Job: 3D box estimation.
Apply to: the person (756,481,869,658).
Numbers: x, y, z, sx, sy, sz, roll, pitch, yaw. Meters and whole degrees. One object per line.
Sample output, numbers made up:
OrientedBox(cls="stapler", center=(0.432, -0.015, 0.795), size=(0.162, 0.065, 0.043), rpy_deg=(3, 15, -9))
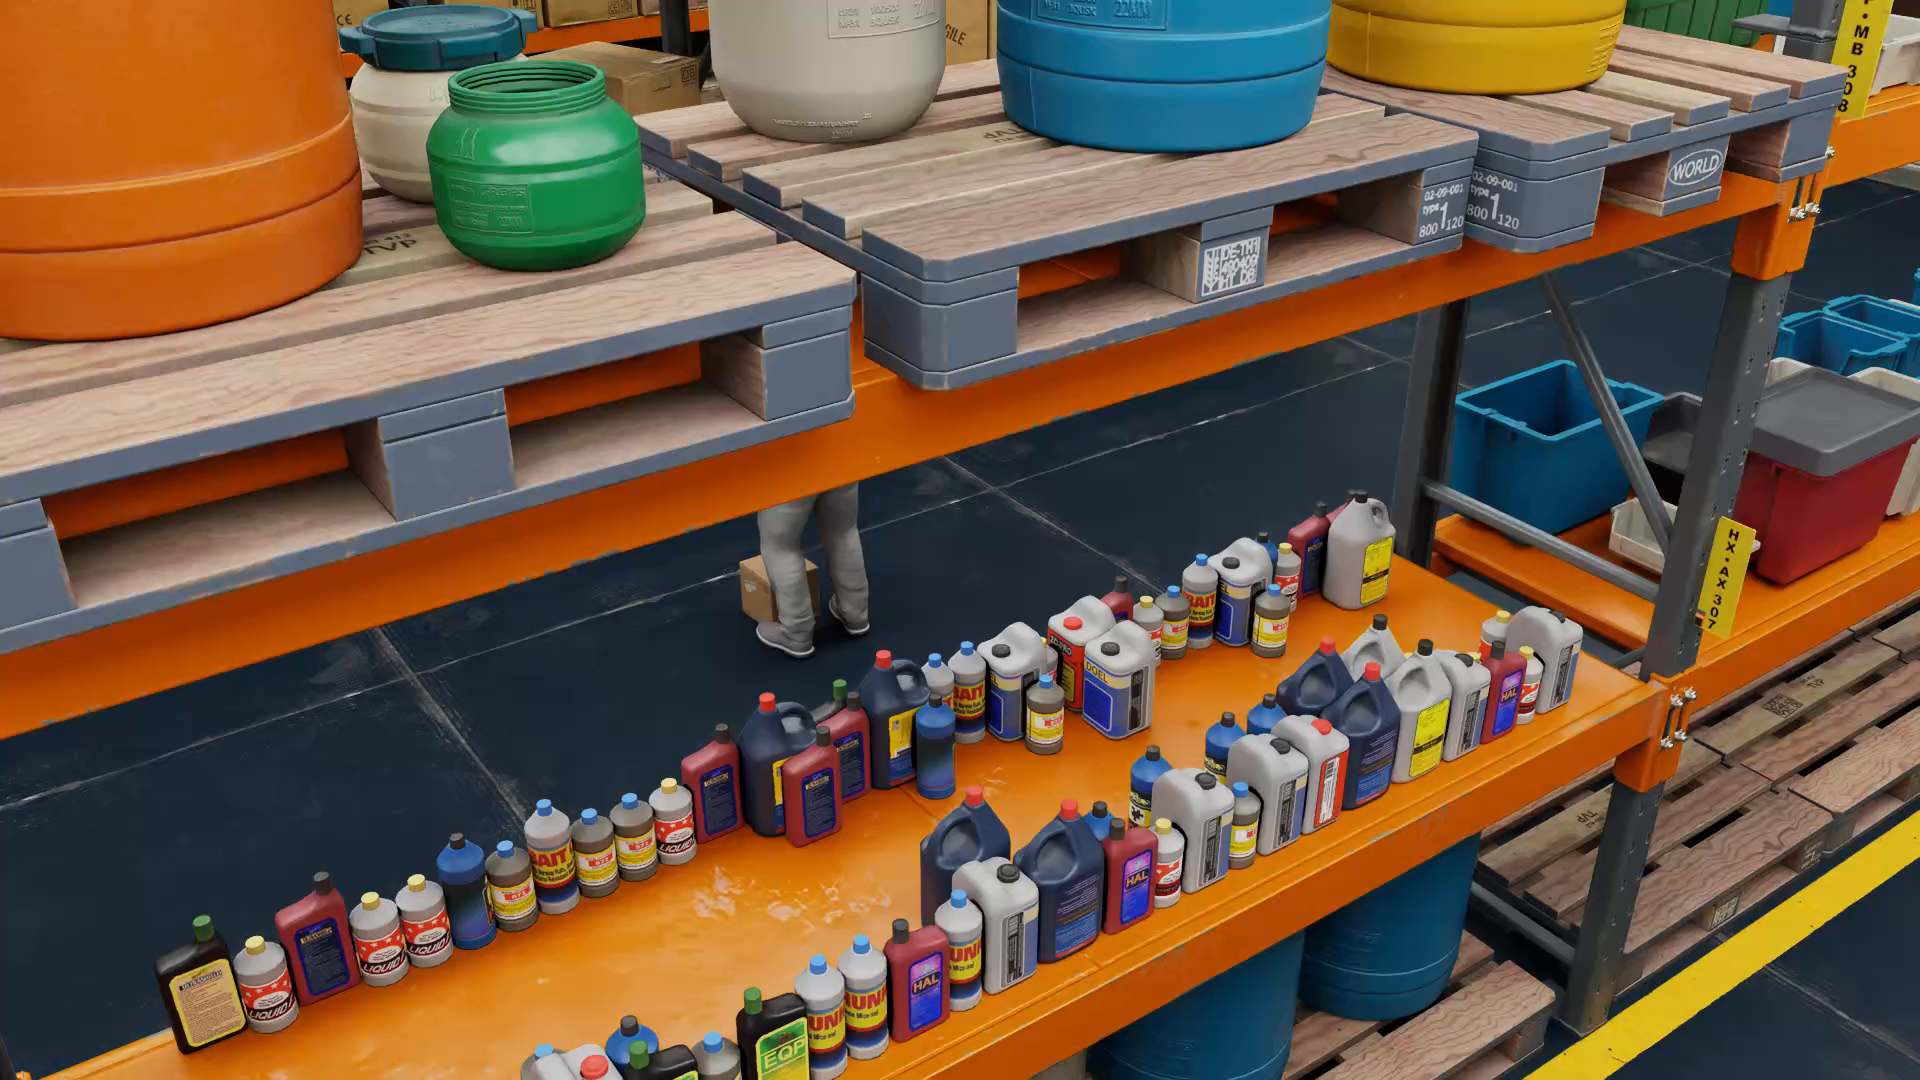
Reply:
OrientedBox(cls="person", center=(-0.621, -0.338, 6.742), size=(0.603, 1.747, 0.437), rpy_deg=(-21, 35, -34))
